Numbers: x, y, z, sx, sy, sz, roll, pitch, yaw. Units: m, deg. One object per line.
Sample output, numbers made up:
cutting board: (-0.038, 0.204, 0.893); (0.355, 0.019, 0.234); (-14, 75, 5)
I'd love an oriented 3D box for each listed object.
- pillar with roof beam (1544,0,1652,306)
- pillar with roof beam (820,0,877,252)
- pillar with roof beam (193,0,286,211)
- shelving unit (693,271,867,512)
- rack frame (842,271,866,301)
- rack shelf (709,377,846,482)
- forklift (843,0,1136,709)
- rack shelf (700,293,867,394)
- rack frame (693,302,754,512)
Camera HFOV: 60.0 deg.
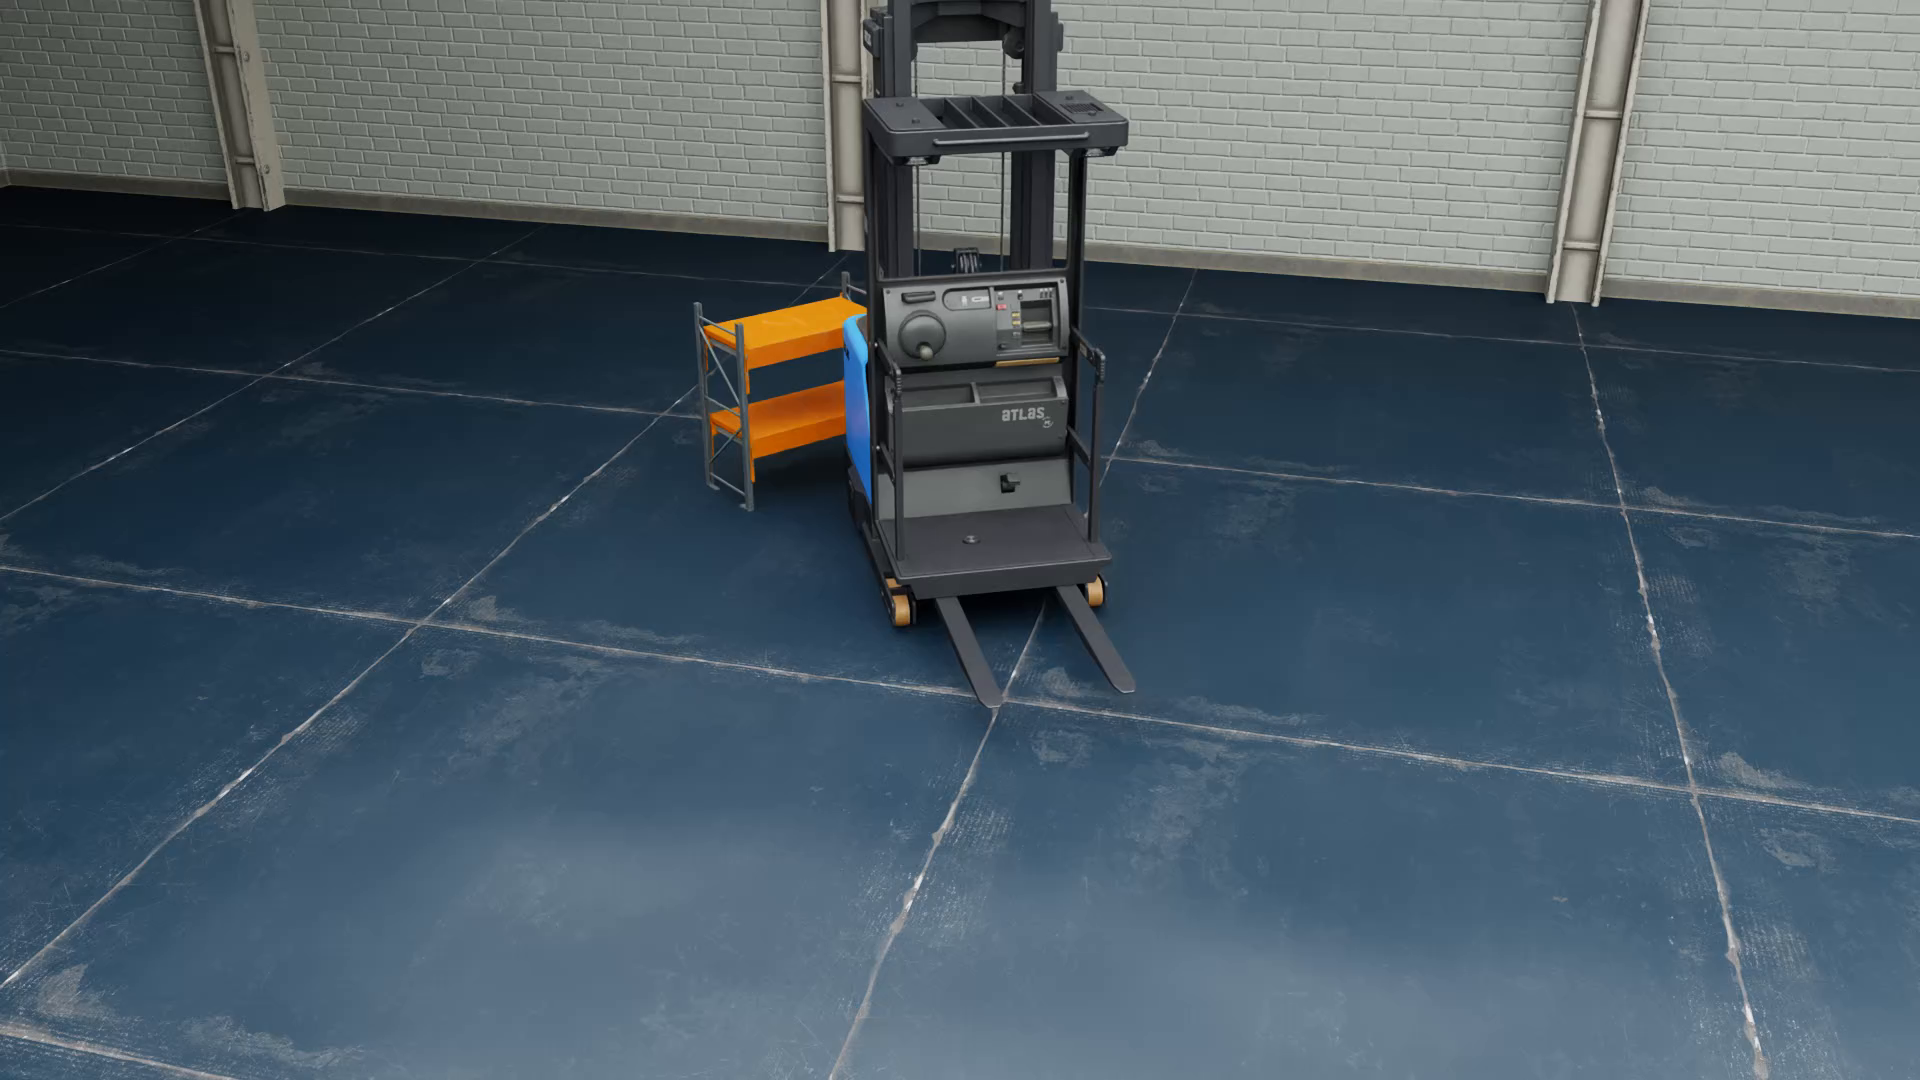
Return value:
pillar with roof beam: (3.816, -4.199, 7.601); (0.400, 9.000, 9.100); (6, 26, 13)
pillar with roof beam: (-1.995, -4.841, 8.950); (0.400, 9.000, 9.100); (6, 26, 13)
pillar with roof beam: (-7.806, -5.484, 10.300); (0.400, 9.000, 9.100); (6, 26, 13)
shelving unit: (-0.952, -0.893, 9.817); (1.048, 1.125, 0.538); (-18, 31, -34)
rack frame: (-0.550, -1.027, 10.099); (0.032, 1.125, 0.500); (-18, 31, -34)
rack shelf: (-0.952, -0.672, 9.923); (1.000, 0.278, 0.538); (-18, 31, -34)
forklift: (0.130, -1.061, 8.069); (1.130, 2.935, 3.031); (-5, 26, -11)
rack shelf: (-0.952, -1.157, 9.692); (1.000, 0.278, 0.538); (-18, 31, -34)
rack frame: (-1.354, -0.759, 9.536); (0.032, 1.125, 0.500); (-18, 31, -34)
